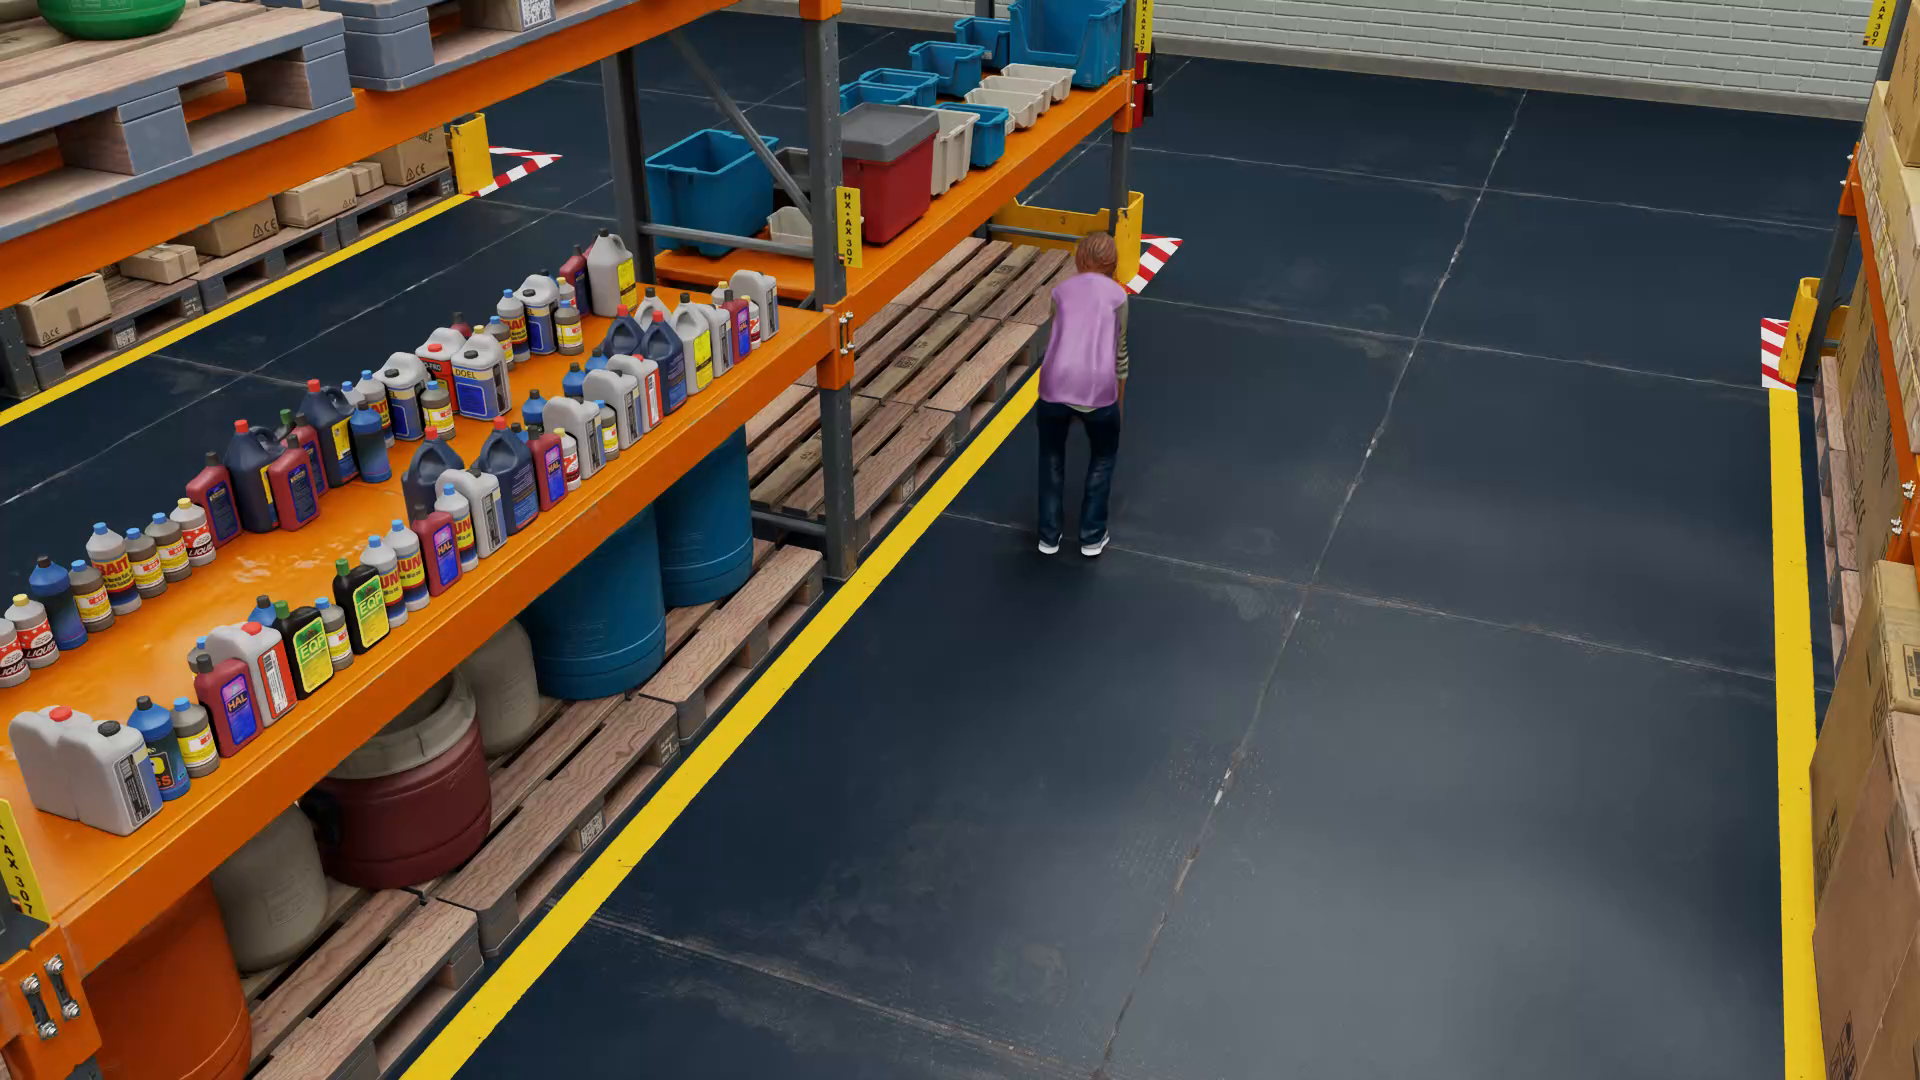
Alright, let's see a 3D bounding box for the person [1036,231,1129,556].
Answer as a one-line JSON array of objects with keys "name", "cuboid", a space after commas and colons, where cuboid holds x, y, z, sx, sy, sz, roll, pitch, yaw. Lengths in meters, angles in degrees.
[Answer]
[{"name": "person", "cuboid": [0.559, -0.636, 7.470, 0.374, 1.371, 0.736, 7, 31, 12]}]
